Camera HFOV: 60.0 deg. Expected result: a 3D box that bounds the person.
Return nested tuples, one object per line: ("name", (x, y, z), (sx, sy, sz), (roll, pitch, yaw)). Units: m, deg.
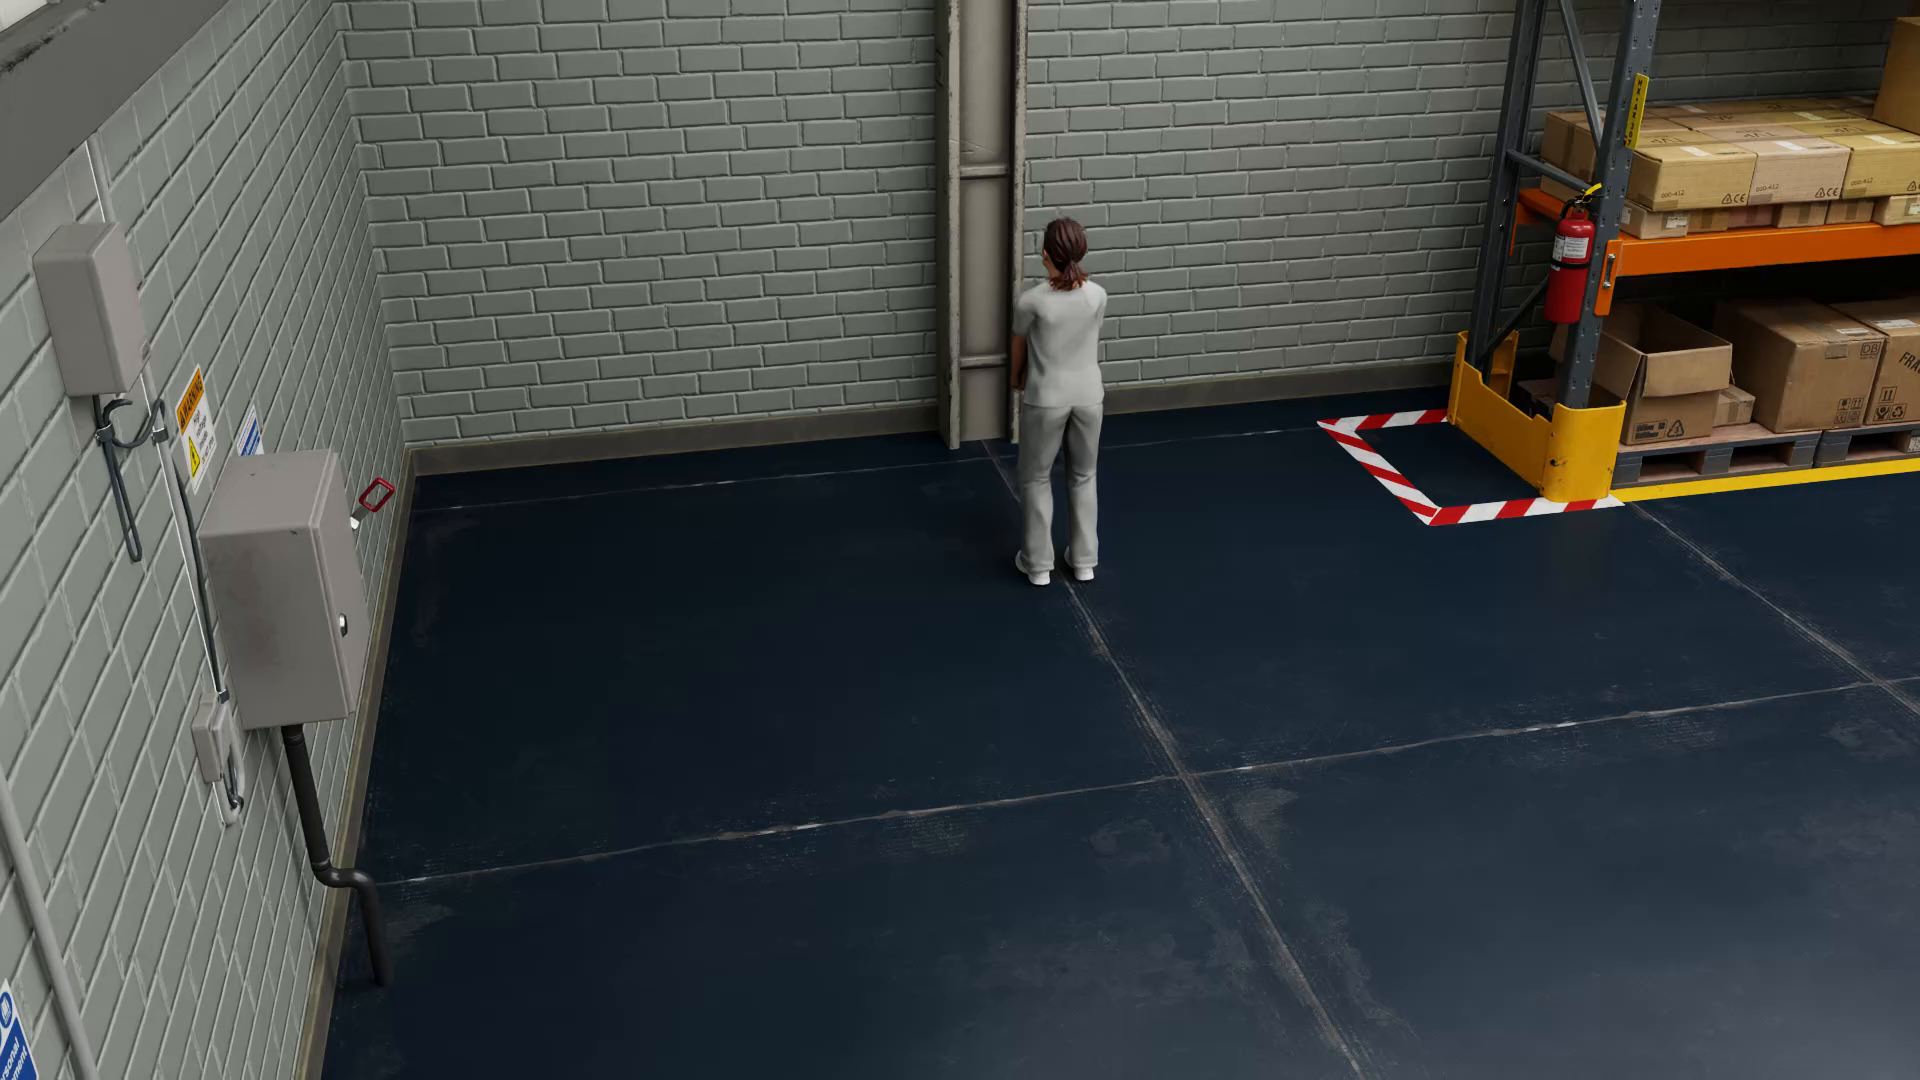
("person", (0.416, -0.628, 7.373), (0.410, 1.669, 0.507), (-6, 28, -12))
